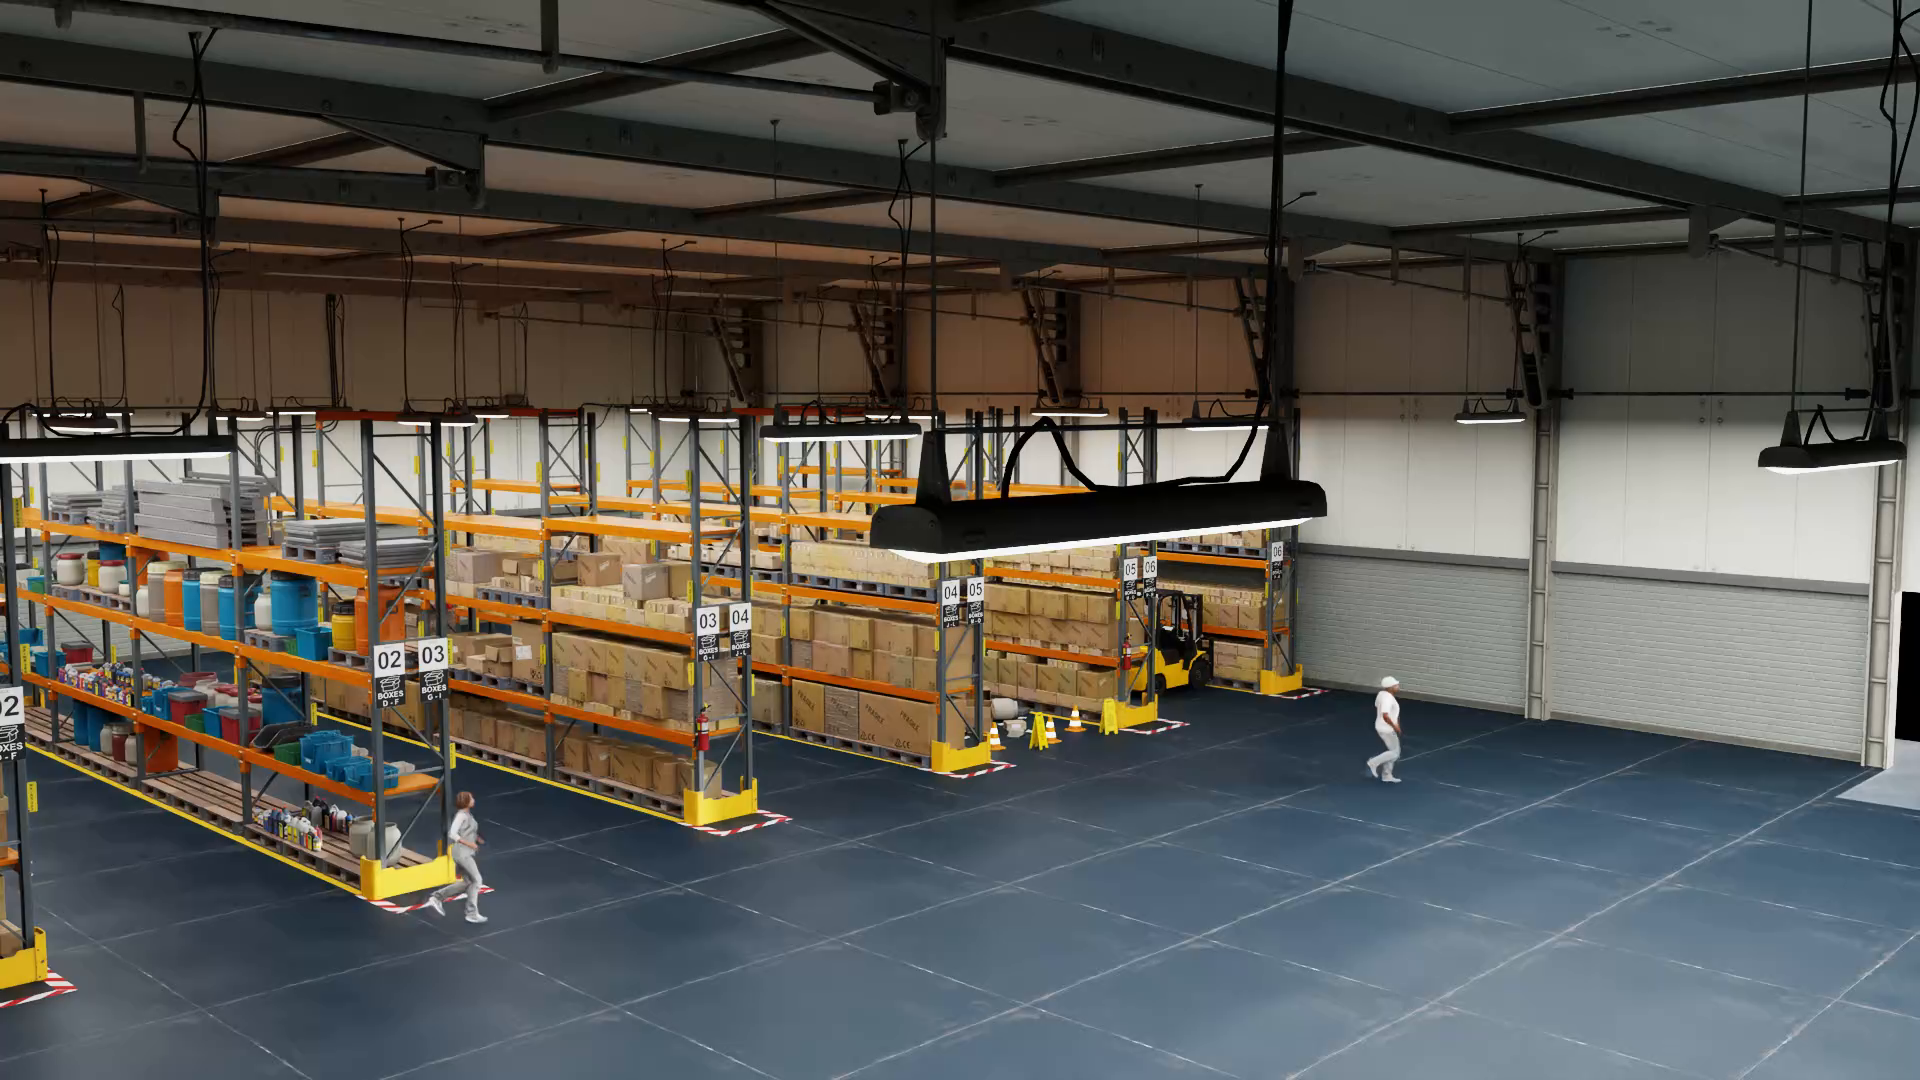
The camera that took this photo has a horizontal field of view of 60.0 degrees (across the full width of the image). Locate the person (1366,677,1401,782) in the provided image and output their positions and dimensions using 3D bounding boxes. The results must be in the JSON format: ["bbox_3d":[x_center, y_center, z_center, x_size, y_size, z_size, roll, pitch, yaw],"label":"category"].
[{"bbox_3d":[6.886,3.081,27.050,0.604,1.736,0.674,0,5,-1],"label":"person"}]

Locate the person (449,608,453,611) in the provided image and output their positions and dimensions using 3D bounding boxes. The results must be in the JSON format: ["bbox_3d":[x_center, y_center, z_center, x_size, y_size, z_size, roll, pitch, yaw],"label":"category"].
[{"bbox_3d":[-12.458,1.966,39.930,0.703,1.675,0.740,3,6,35],"label":"person"}]

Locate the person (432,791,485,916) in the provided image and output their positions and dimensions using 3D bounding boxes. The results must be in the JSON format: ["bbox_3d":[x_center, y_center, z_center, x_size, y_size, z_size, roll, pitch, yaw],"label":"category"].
[{"bbox_3d":[-6.038,3.801,20.007,0.613,1.389,0.601,-1,5,-9],"label":"person"}]

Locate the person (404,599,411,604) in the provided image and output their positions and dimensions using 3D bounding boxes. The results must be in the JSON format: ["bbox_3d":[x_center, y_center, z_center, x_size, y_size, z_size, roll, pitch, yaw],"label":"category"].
[{"bbox_3d":[-12.841,2.102,38.225,0.708,1.519,0.536,0,5,-3],"label":"person"}]
